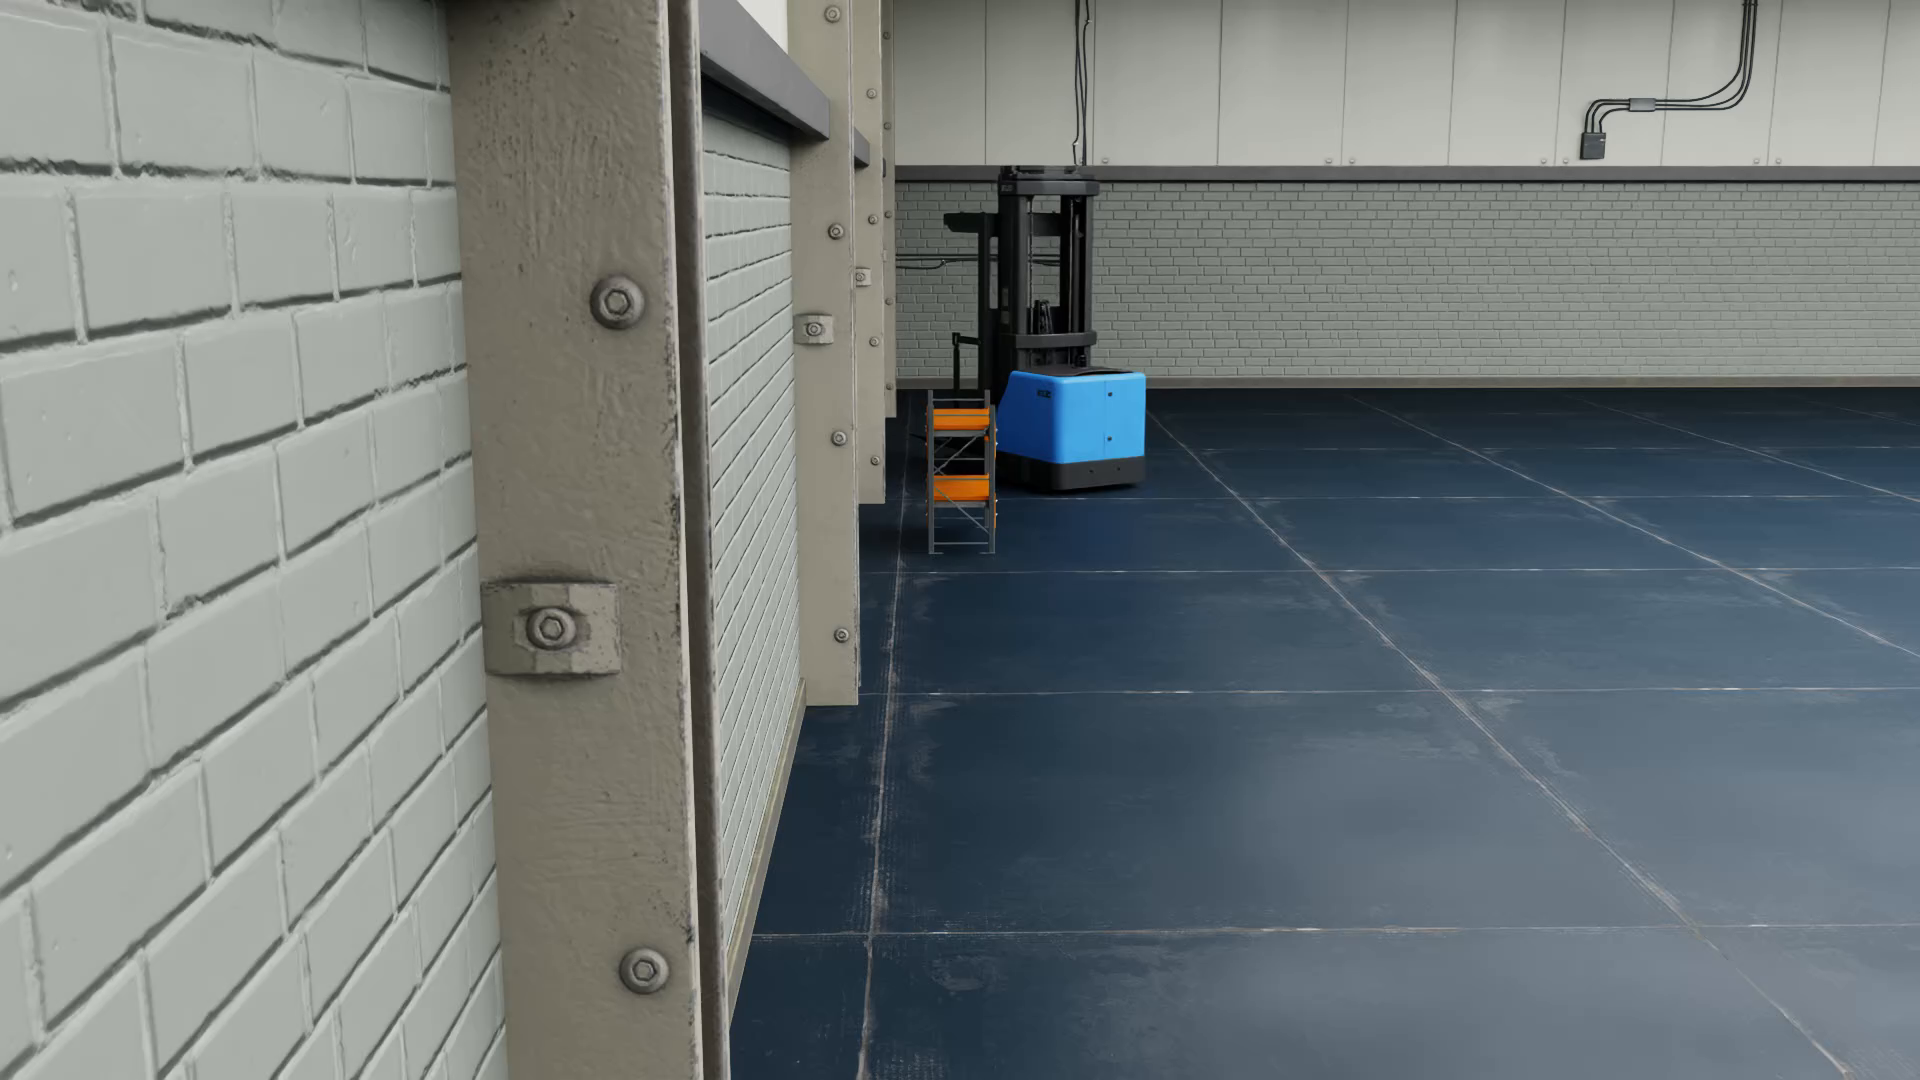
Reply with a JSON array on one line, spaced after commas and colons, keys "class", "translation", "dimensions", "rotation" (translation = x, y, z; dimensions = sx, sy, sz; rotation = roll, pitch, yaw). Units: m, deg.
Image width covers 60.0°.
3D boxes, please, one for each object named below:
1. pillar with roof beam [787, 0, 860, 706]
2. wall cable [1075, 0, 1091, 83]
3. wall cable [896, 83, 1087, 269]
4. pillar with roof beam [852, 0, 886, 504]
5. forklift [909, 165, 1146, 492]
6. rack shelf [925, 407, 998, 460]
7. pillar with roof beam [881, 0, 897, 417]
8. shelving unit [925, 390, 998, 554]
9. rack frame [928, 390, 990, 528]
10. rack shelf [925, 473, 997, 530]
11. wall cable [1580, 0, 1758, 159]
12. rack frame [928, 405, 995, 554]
[{"class": "pillar with roof beam", "translation": [3.606, -3.596, 8.151], "dimensions": [9.100, 9.000, 0.400], "rotation": [0, 11, -1]}, {"class": "wall cable", "translation": [3.019, -7.519, 22.597], "dimensions": [3.097, 2.526, 0.112], "rotation": [0, 11, -1]}, {"class": "wall cable", "translation": [0.315, -5.033, 23.044], "dimensions": [3.097, 2.526, 0.112], "rotation": [0, 11, -1]}, {"class": "pillar with roof beam", "translation": [3.482, -4.789, 14.030], "dimensions": [9.100, 9.000, 0.400], "rotation": [0, 11, -1]}, {"class": "forklift", "translation": [0.528, -2.117, 16.121], "dimensions": [1.130, 2.935, 3.031], "rotation": [-7, 13, -30]}, {"class": "rack shelf", "translation": [0.000, -0.837, 12.882], "dimensions": [0.538, 0.278, 1.000], "rotation": [0, 11, -1]}, {"class": "pillar with roof beam", "translation": [3.358, -5.981, 19.909], "dimensions": [9.100, 9.000, 0.400], "rotation": [0, 11, -1]}, {"class": "shelving unit", "translation": [0.000, -0.550, 12.941], "dimensions": [0.538, 1.125, 1.048], "rotation": [0, 11, -1]}, {"class": "rack frame", "translation": [-0.010, -0.651, 13.439], "dimensions": [0.500, 1.125, 0.032], "rotation": [0, 11, -1]}, {"class": "rack shelf", "translation": [0.000, -0.310, 12.989], "dimensions": [0.538, 0.278, 1.000], "rotation": [0, 11, -1]}, {"class": "wall cable", "translation": [9.806, -8.257, 22.574], "dimensions": [2.305, 6.003, 0.169], "rotation": [0, 11, -1]}, {"class": "rack frame", "translation": [0.011, -0.449, 12.443], "dimensions": [0.500, 1.125, 0.032], "rotation": [0, 11, -1]}]
